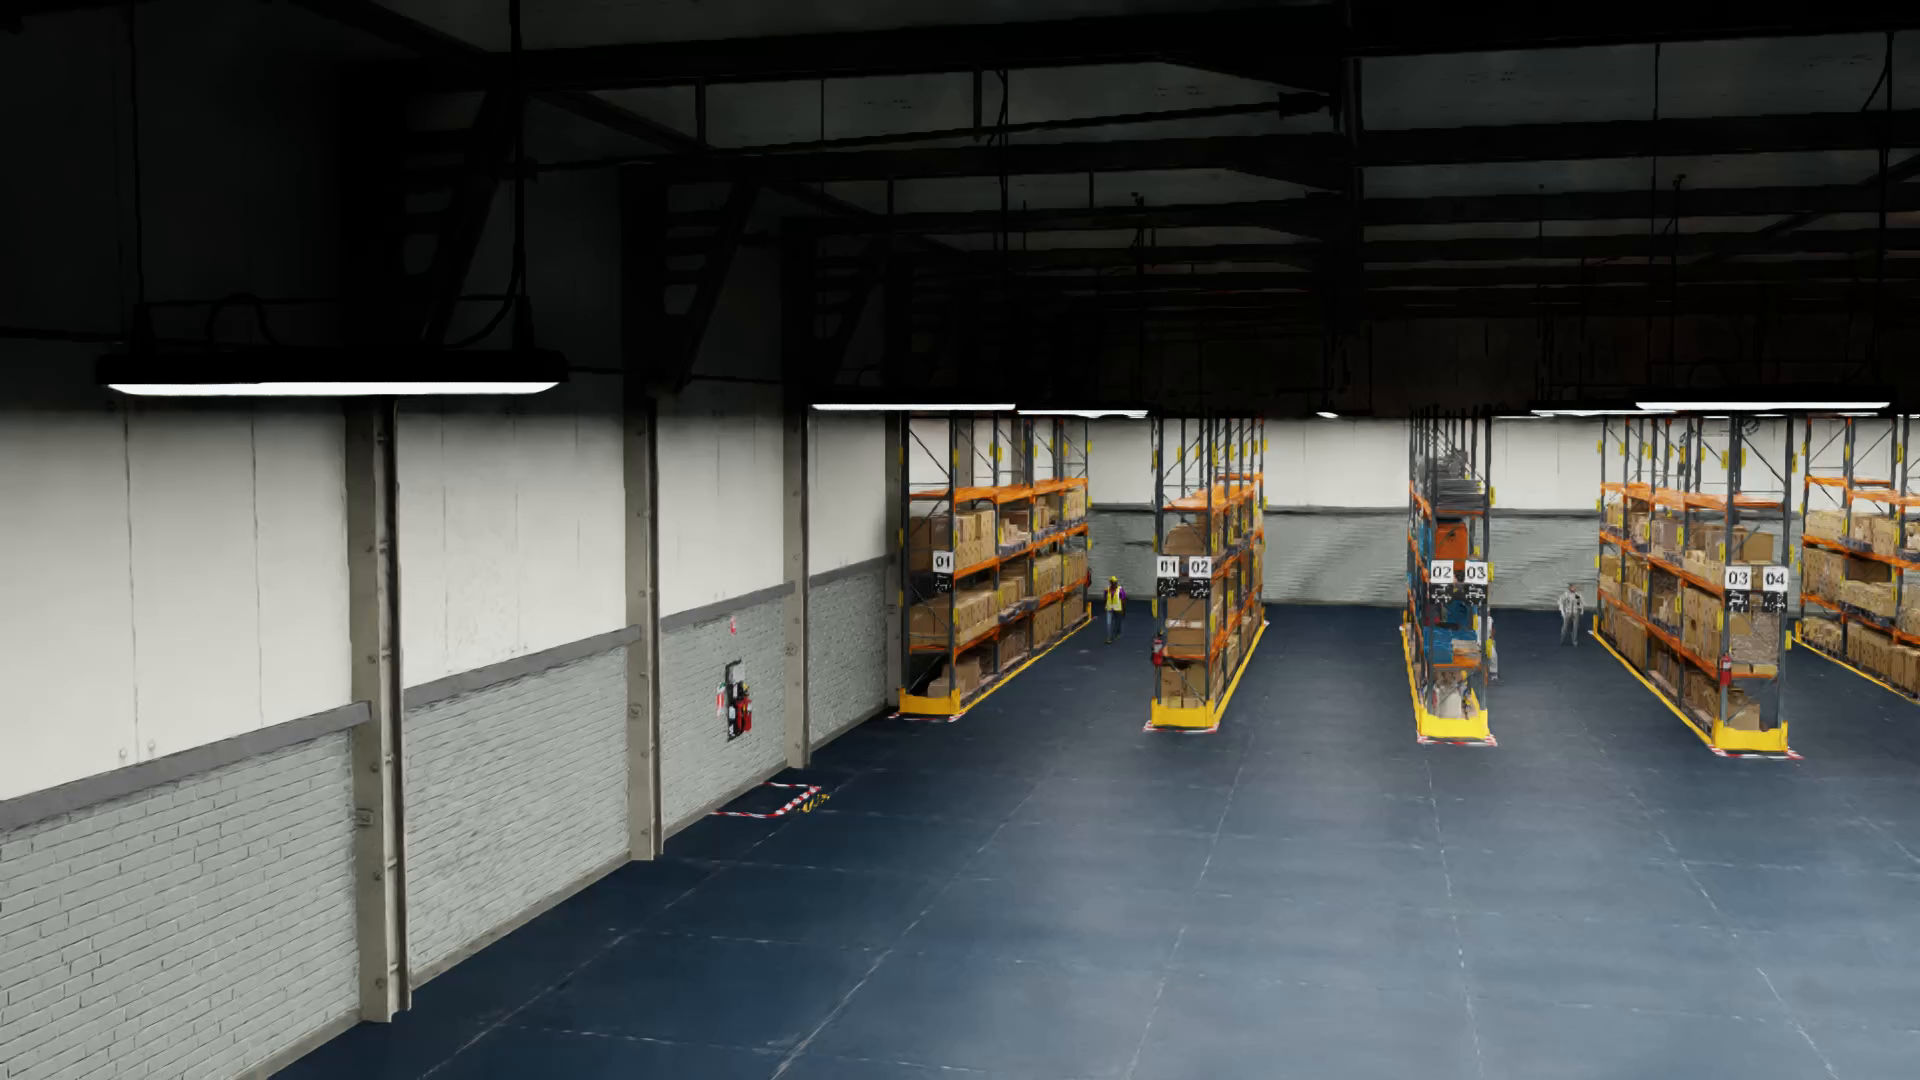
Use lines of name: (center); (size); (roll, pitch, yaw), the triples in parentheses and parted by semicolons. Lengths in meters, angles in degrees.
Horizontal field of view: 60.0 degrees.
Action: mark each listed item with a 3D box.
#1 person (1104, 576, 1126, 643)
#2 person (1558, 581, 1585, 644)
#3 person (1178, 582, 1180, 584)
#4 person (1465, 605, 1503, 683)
person: (3.989, 1.789, 42.930); (0.589, 1.716, 1.043); (1, 4, 12)
person: (15.678, 1.857, 42.658); (0.639, 1.632, 0.512); (1, 4, 12)
person: (6.150, 1.607, 46.035); (0.599, 1.581, 1.175); (1, 4, 17)
person: (11.415, 2.250, 36.310); (0.686, 1.716, 0.838); (0, 4, -2)
